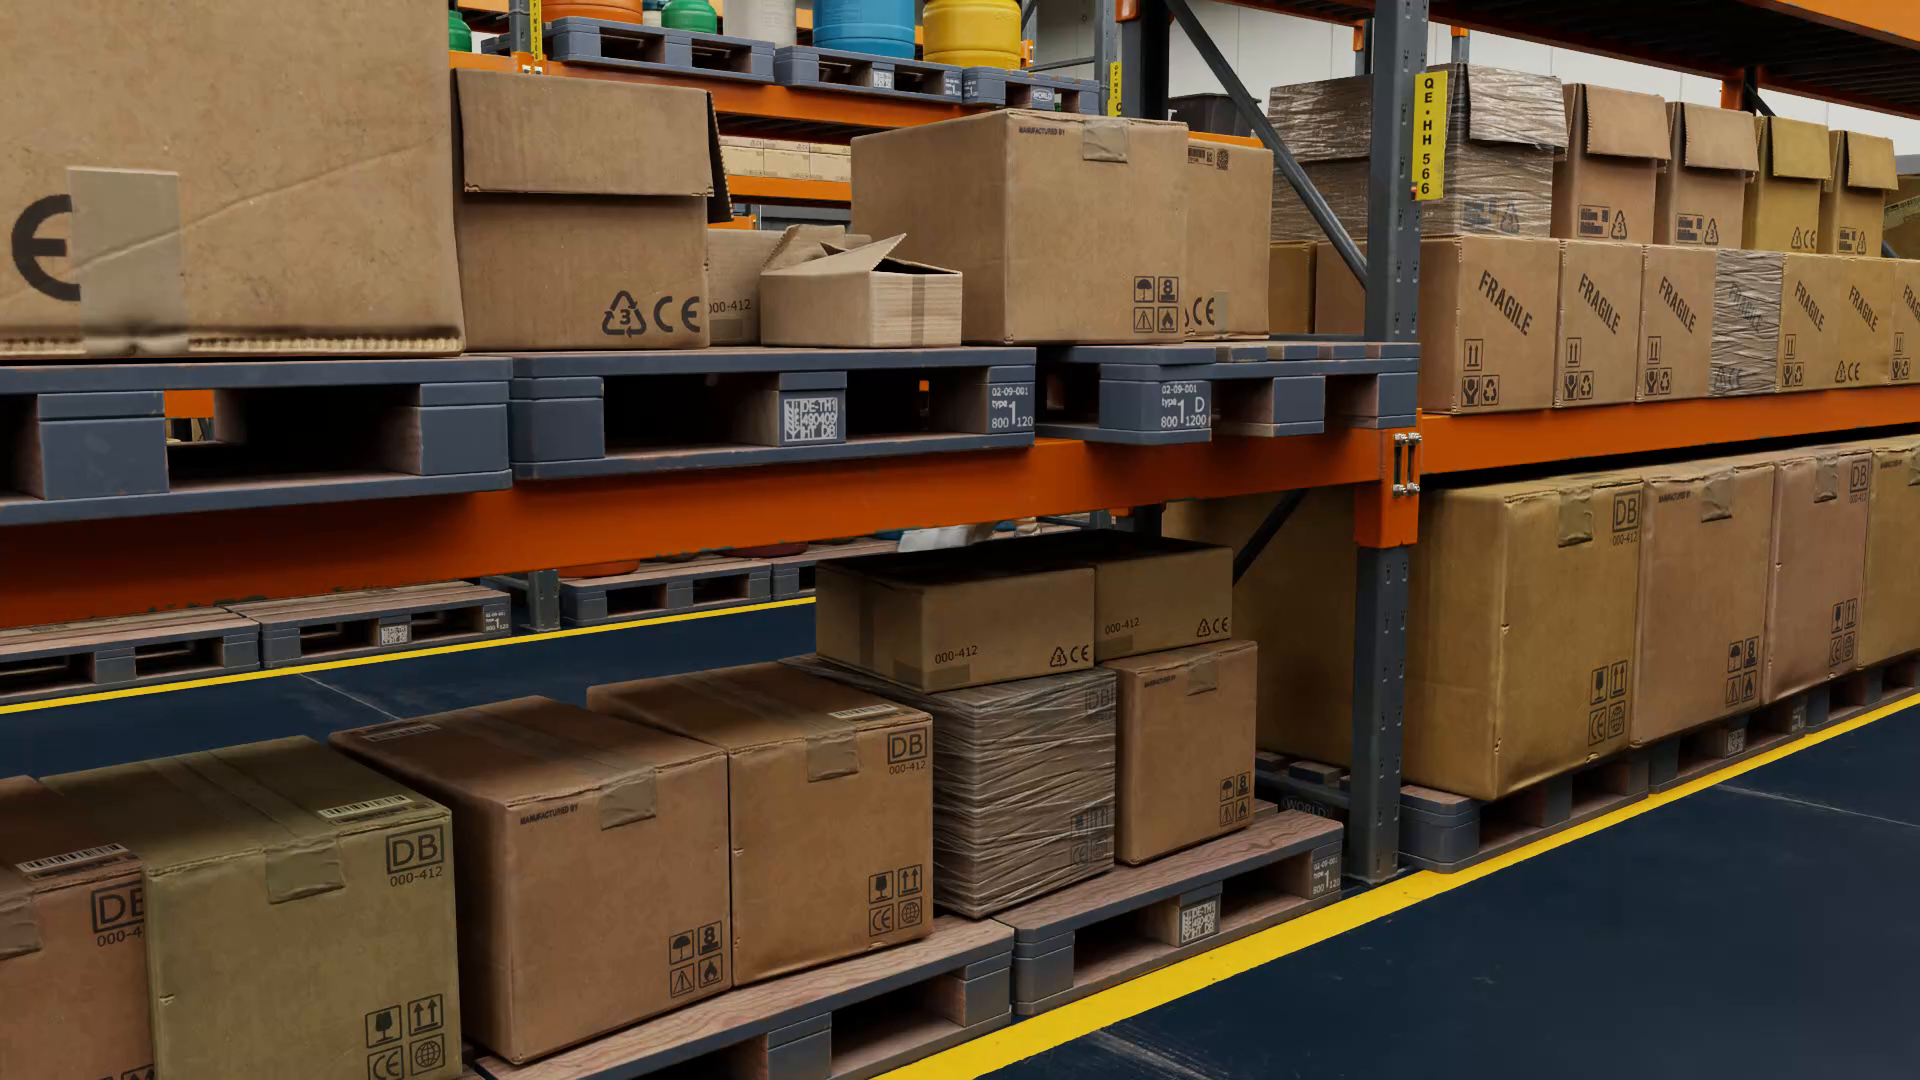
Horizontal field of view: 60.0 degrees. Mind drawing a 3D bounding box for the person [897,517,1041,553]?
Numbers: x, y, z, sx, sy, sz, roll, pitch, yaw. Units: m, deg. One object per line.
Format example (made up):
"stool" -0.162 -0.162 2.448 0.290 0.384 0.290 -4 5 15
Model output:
"person" 0.046 0.121 6.346 0.688 1.228 0.462 -7 10 -41
